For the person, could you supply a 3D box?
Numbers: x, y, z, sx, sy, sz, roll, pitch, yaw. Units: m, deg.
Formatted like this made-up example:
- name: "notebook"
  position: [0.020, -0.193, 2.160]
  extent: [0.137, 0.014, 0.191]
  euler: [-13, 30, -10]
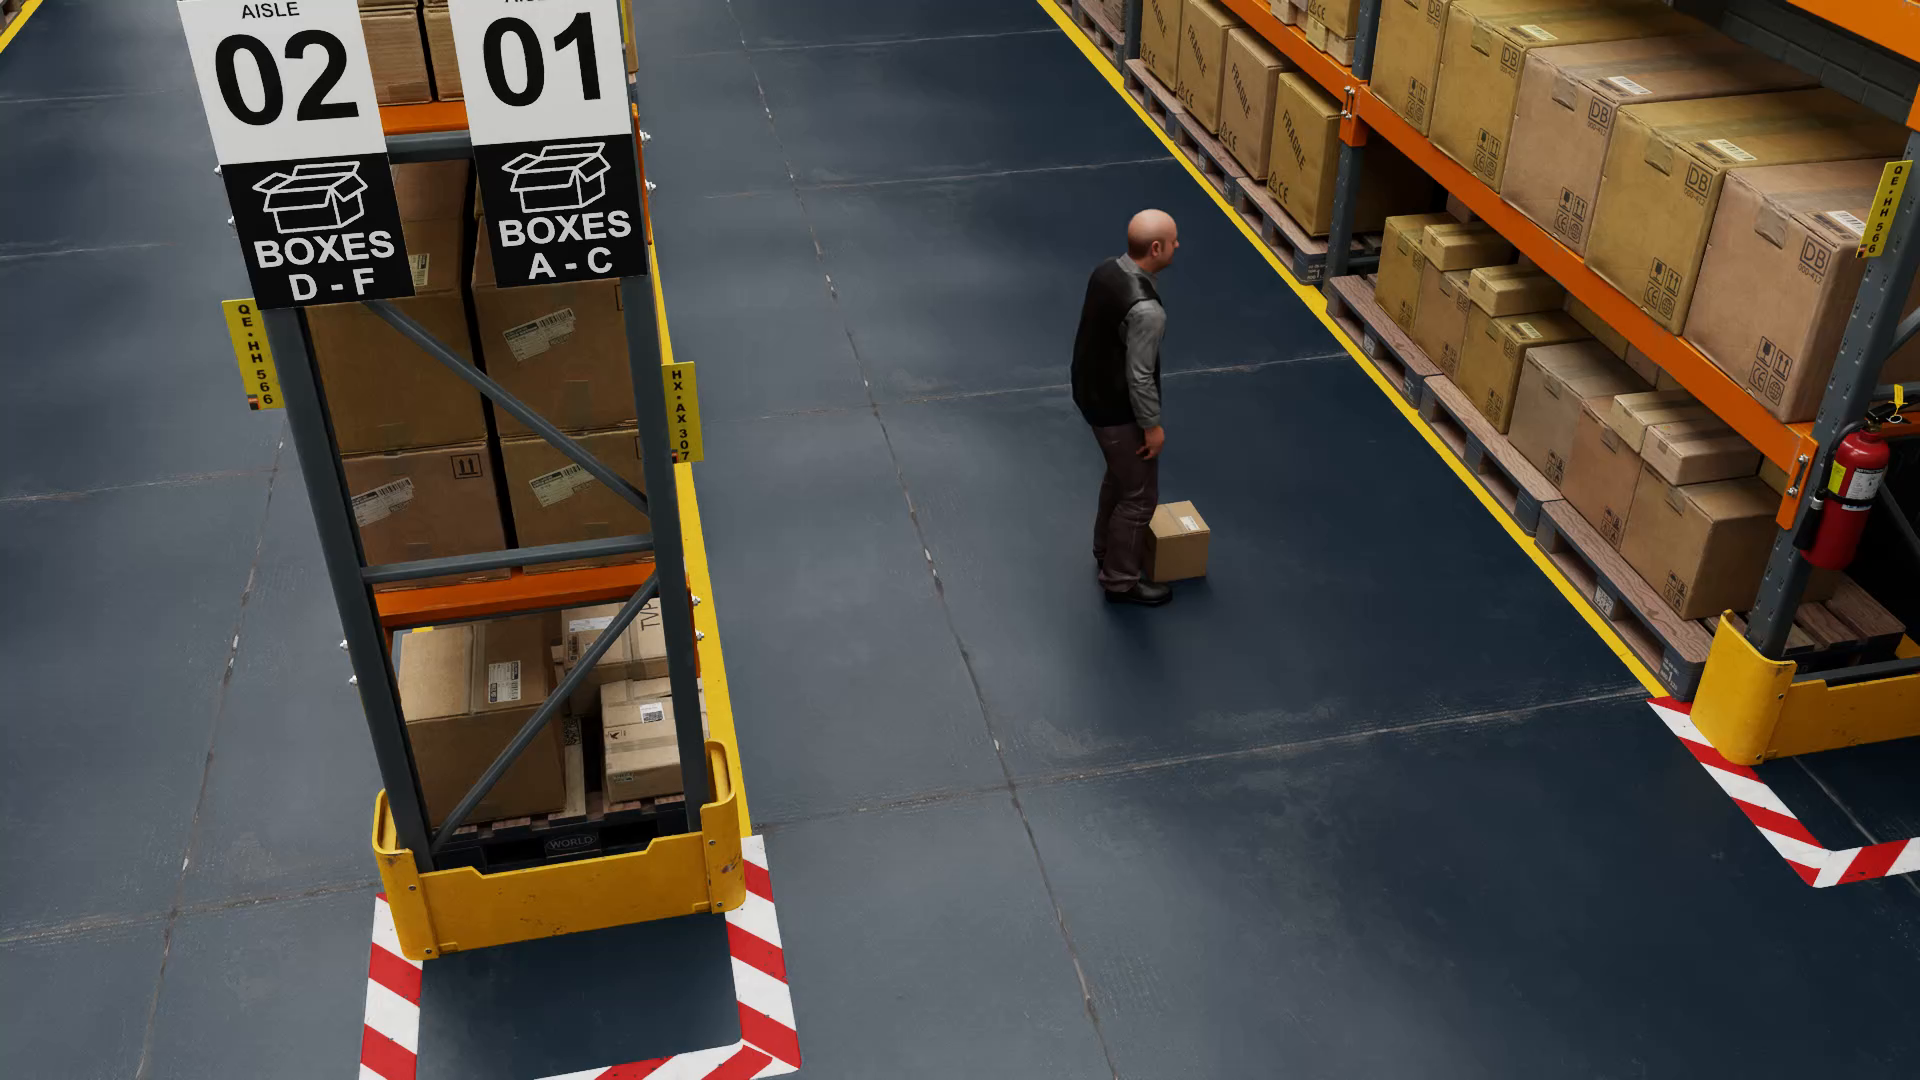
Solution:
- name: "person"
  position: [0.704, -0.563, 6.994]
  extent: [0.461, 1.721, 0.582]
  euler: [-7, 35, -11]
